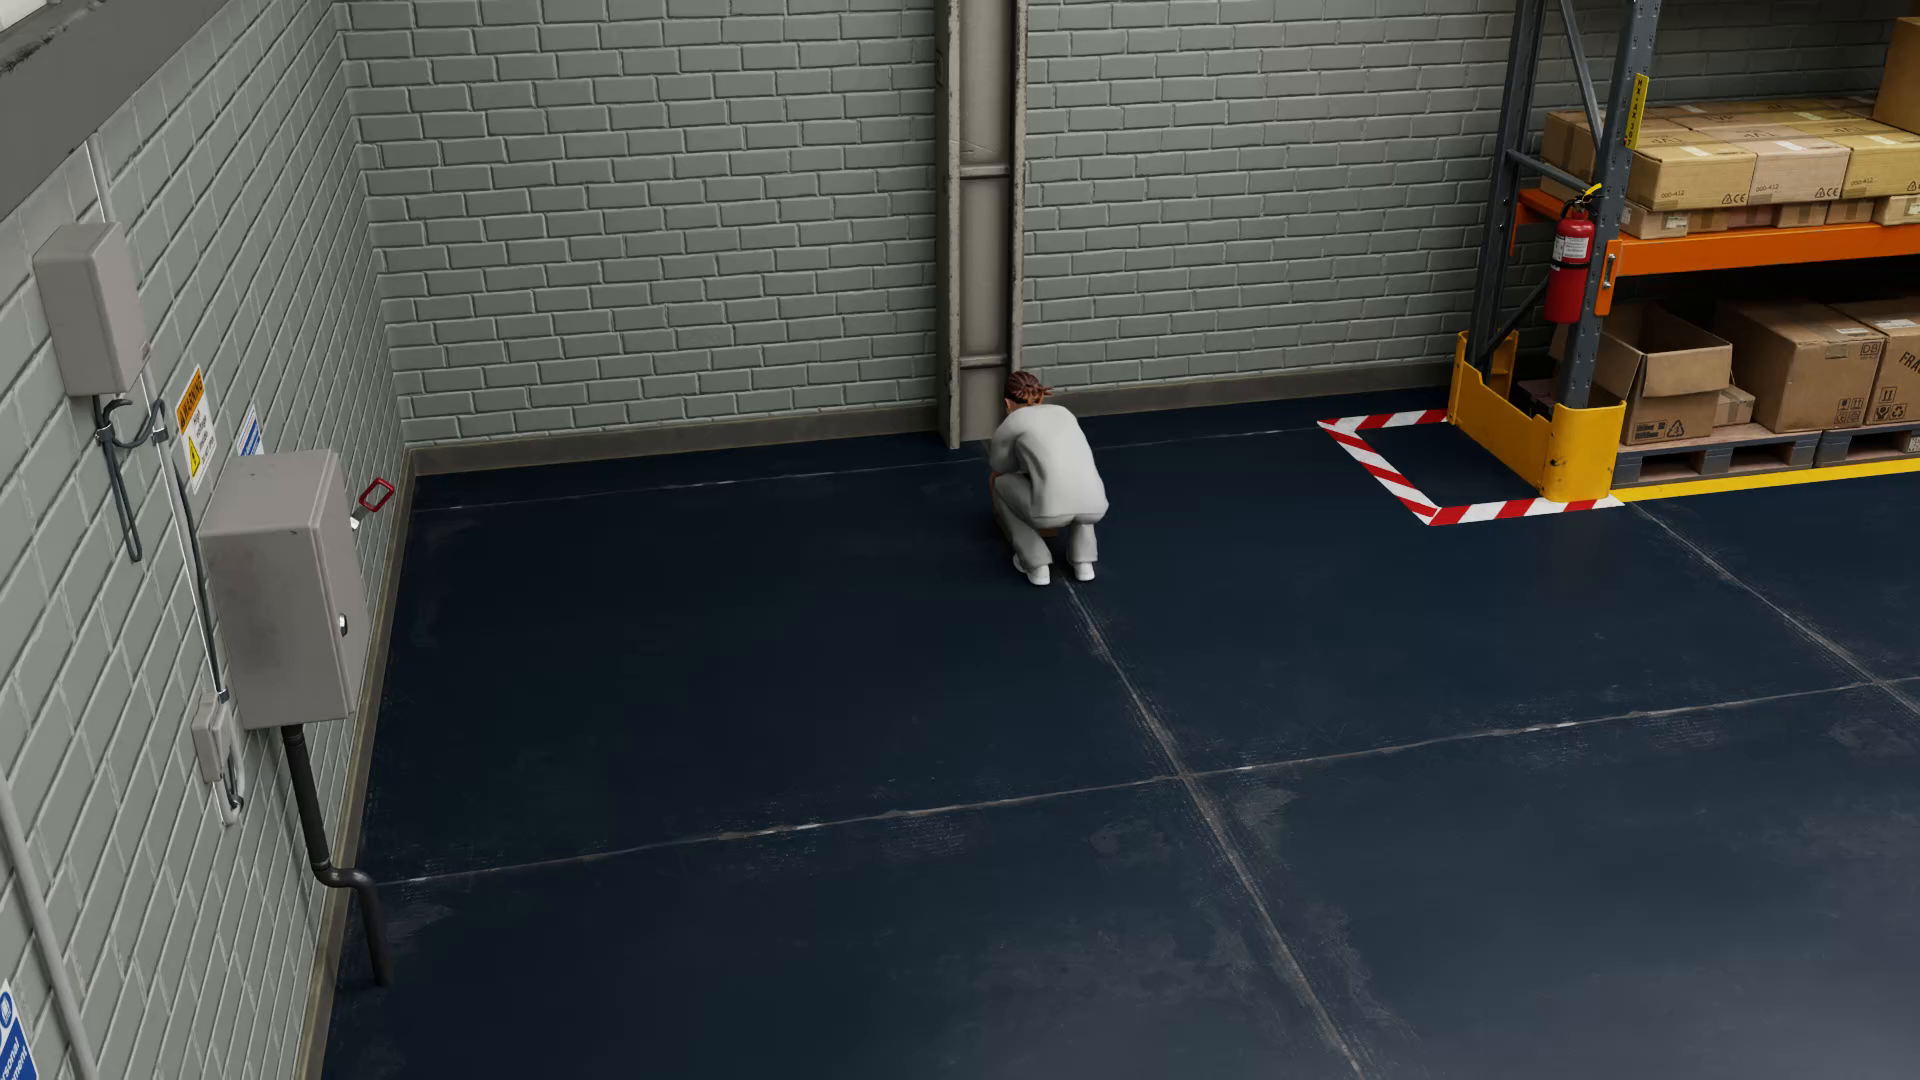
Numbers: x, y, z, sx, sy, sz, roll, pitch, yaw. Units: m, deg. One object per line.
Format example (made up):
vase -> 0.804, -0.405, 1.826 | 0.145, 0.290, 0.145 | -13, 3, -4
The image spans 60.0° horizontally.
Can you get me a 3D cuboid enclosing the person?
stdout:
person -> 0.400, -0.281, 7.622 | 0.483, 0.824, 0.801 | -6, 27, -11
